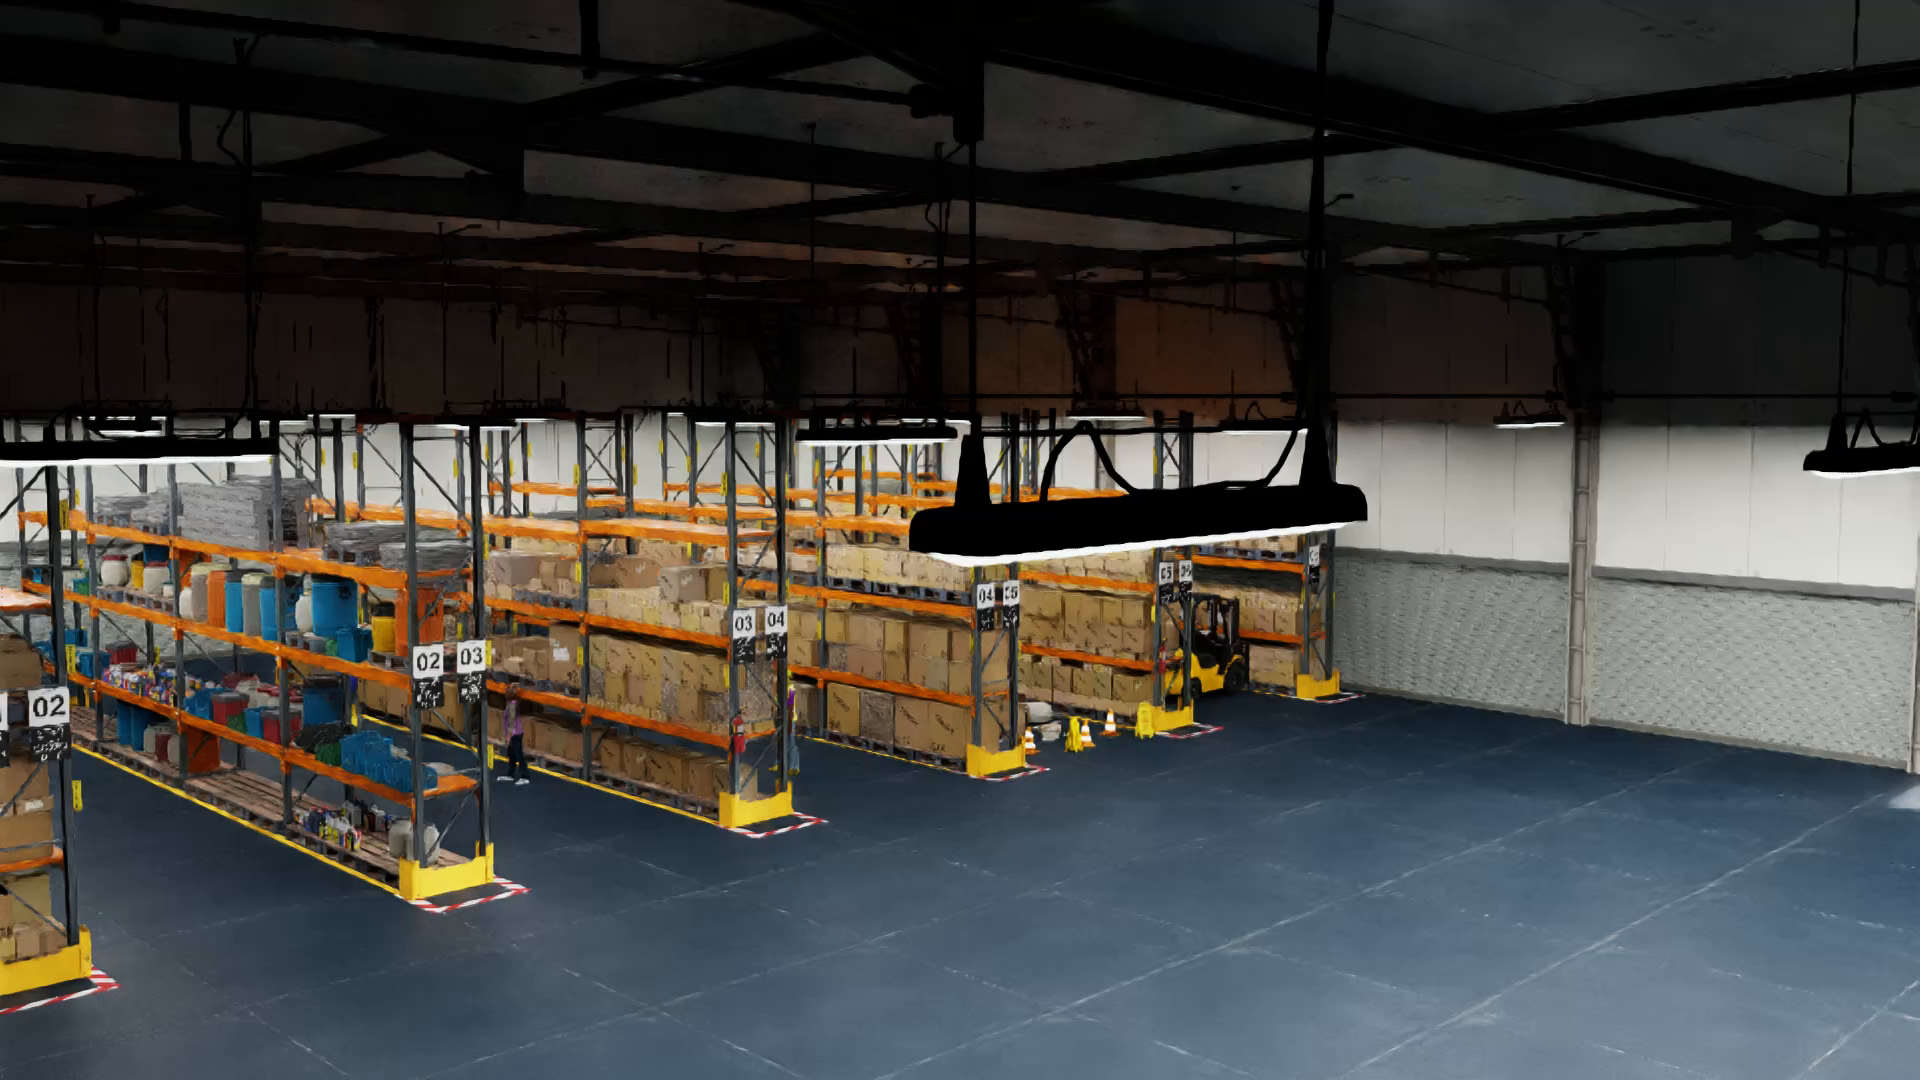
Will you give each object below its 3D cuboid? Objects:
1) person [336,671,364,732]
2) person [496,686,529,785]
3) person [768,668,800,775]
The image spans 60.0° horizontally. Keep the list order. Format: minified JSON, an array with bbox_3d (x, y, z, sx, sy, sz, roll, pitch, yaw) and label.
[{"bbox_3d":[-11.243,2.886,30.526,0.447,1.560,1.088,-4,7,-42],"label":"person"},{"bbox_3d":[-7.304,3.170,27.105,0.527,1.592,0.522,-1,5,-14],"label":"person"},{"bbox_3d":[-2.958,3.019,27.827,0.503,1.764,0.624,-1,5,-15],"label":"person"}]
